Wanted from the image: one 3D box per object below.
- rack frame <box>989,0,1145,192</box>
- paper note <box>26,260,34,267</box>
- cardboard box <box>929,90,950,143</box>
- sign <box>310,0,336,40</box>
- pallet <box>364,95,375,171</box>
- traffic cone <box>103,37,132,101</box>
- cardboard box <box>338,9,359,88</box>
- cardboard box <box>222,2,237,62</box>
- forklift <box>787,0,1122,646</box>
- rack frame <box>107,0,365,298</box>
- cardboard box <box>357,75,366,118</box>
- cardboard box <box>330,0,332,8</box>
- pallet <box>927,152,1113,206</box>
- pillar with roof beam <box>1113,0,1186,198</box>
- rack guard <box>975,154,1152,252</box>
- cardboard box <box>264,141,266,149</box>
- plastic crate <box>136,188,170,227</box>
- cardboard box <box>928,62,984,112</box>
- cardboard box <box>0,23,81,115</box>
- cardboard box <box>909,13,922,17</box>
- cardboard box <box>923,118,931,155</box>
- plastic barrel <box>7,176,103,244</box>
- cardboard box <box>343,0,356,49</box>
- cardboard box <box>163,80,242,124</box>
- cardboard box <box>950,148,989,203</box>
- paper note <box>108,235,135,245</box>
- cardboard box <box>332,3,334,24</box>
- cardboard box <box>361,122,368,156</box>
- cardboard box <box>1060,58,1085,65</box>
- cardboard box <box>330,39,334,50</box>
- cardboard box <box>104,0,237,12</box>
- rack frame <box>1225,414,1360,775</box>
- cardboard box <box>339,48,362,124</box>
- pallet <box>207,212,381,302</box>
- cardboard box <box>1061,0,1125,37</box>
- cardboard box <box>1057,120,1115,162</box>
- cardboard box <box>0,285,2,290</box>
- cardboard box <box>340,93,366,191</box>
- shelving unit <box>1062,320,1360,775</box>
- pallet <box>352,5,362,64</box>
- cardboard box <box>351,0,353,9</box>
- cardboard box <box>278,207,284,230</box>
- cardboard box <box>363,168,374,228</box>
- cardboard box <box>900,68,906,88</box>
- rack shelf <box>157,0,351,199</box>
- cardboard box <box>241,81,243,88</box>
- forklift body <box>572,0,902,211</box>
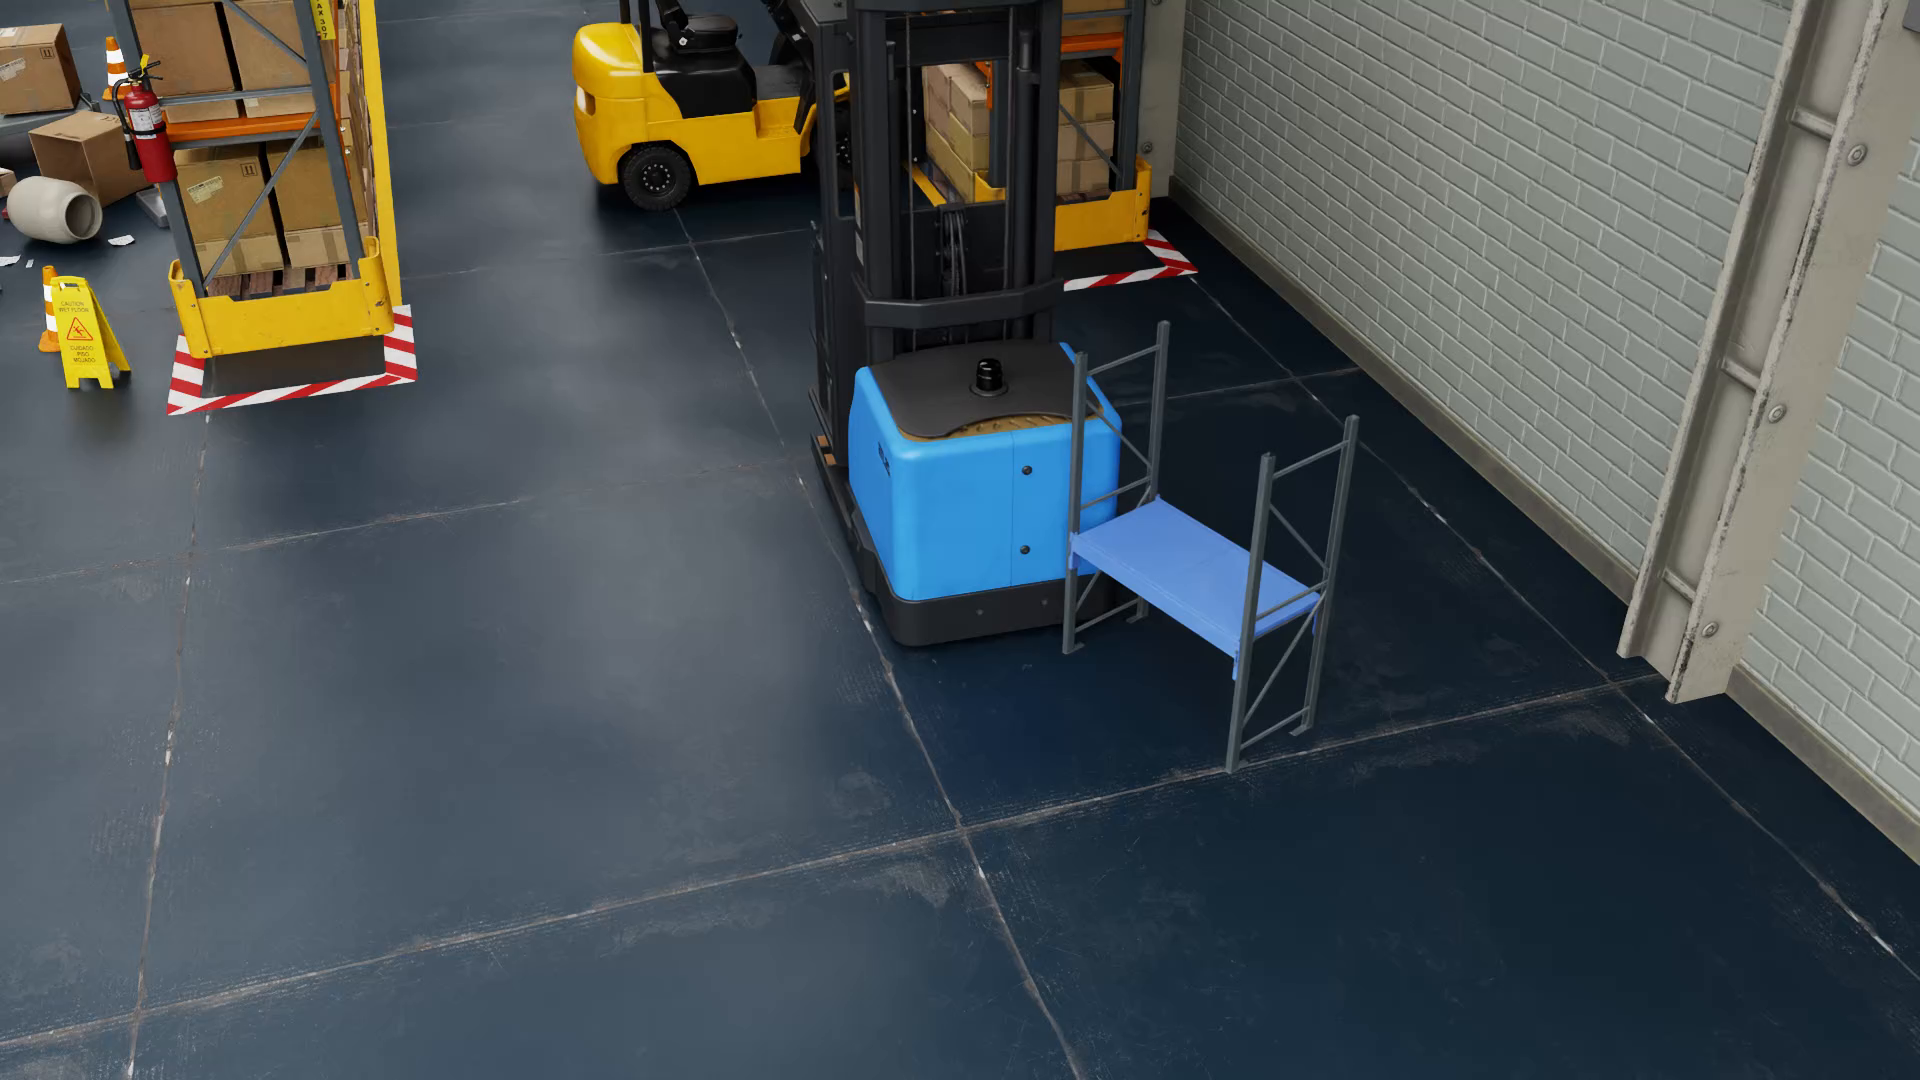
[{"bbox_3d":[0.684,-3.306,10.532,1.000,3.000,0.127,-10,35,-15],"label":"rack frame"},{"bbox_3d":[-6.160,-1.832,11.013,0.032,0.001,0.123,-10,35,-15],"label":"paper note"},{"bbox_3d":[0.096,-3.010,11.745,0.500,0.250,0.500,-10,35,-15],"label":"cardboard box"},{"bbox_3d":[-3.525,-2.922,9.165,0.100,0.325,0.005,-10,35,-15],"label":"sign"},{"bbox_3d":[-5.023,-3.059,12.688,1.003,0.211,1.213,-10,35,-15],"label":"pallet"},{"bbox_3d":[-6.973,-3.926,13.772,0.336,0.463,0.334,-10,35,-15],"label":"traffic cone"},{"bbox_3d":[-4.826,-3.645,12.478,0.500,0.500,0.500,-10,35,-15],"label":"cardboard box"},{"bbox_3d":[-4.618,-3.137,9.916,0.500,0.500,0.500,-10,35,-15],"label":"cardboard box"},{"bbox_3d":[-0.162,-1.557,7.947,1.130,2.935,3.031,-8,34,-12],"label":"forklift"},{"bbox_3d":[-4.042,-2.469,9.266,1.000,3.000,0.127,-10,35,-15],"label":"rack frame"},{"bbox_3d":[-4.825,-3.332,12.685,0.500,0.250,0.500,-8,34,-13],"label":"cardboard box"},{"bbox_3d":[-4.402,-3.735,10.820,0.500,0.500,0.500,-11,35,-16],"label":"cardboard box"},{"bbox_3d":[0.411,-2.537,11.898,1.003,0.211,1.213,-10,35,-15],"label":"pallet"},{"bbox_3d":[-2.769,-5.602,8.565,9.100,9.000,0.400,-10,35,-15],"label":"pillar with roof beam"},{"bbox_3d":[0.692,-2.250,11.202,1.175,0.500,0.348,-10,35,-15],"label":"rack guard"},{"bbox_3d":[-4.697,-2.460,10.685,0.500,0.500,0.500,-9,34,-13],"label":"cardboard box"},{"bbox_3d":[-5.564,-2.389,11.793,0.402,0.080,0.583,-23,40,-31],"label":"plastic crate"},{"bbox_3d":[0.086,-3.207,11.589,0.500,0.250,0.500,-9,35,-14],"label":"cardboard box"},{"bbox_3d":[-6.948,-3.527,12.447,0.500,0.500,0.500,-10,35,-15],"label":"cardboard box"},{"bbox_3d":[-0.225,-3.738,12.392,0.500,0.250,0.500,-11,35,-16],"label":"cardboard box"},{"bbox_3d":[-0.046,-3.054,12.264,0.500,0.250,0.500,-10,35,-14],"label":"cardboard box"},{"bbox_3d":[-6.113,-2.224,11.232,0.512,0.421,0.421,13,36,18],"label":"plastic barrel"},{"bbox_3d":[-5.647,-4.300,14.039,0.950,0.372,0.625,-8,34,-12],"label":"cardboard box"},{"bbox_3d":[-4.359,-2.525,9.578,0.380,0.149,0.250,-9,34,-13],"label":"cardboard box"},{"bbox_3d":[0.240,-2.527,11.467,0.500,0.250,0.500,-10,35,-14],"label":"cardboard box"},{"bbox_3d":[-5.705,-2.043,11.314,0.142,0.019,0.148,-23,40,-31],"label":"paper note"},{"bbox_3d":[-4.398,-3.546,11.123,0.380,0.149,0.250,-10,35,-14],"label":"cardboard box"},{"bbox_3d":[-4.503,-2.786,11.859,0.500,0.250,0.500,-9,35,-14],"label":"cardboard box"},{"bbox_3d":[0.562,-3.297,11.725,0.500,0.250,0.500,-10,35,-15],"label":"cardboard box"},{"bbox_3d":[-4.083,-3.202,10.014,0.500,0.500,0.500,-9,35,-13],"label":"cardboard box"},{"bbox_3d":[-4.405,-3.284,9.231,0.700,0.500,0.500,-11,35,-16],"label":"cardboard box"},{"bbox_3d":[1.292,0.244,6.520,0.500,1.500,0.032,-23,40,-31],"label":"rack frame"},{"bbox_3d":[-4.512,-3.110,11.669,0.500,0.500,0.500,-8,34,-12],"label":"cardboard box"},{"bbox_3d":[-4.279,-1.778,10.749,1.003,0.211,1.213,-10,35,-15],"label":"pallet"},{"bbox_3d":[0.798,-3.654,10.969,0.500,0.500,0.500,-9,34,-13],"label":"cardboard box"},{"bbox_3d":[0.739,-2.824,11.463,0.500,0.250,0.500,-9,35,-14],"label":"cardboard box"},{"bbox_3d":[-6.365,-1.628,10.578,0.380,0.149,0.250,7,34,10],"label":"cardboard box"},{"bbox_3d":[-4.196,-2.566,10.846,0.500,0.500,0.500,-11,35,-17],"label":"cardboard box"},{"bbox_3d":[0.979,0.023,6.854,0.538,1.500,1.048,-23,40,-31],"label":"shelving unit"},{"bbox_3d":[-5.876,-4.456,14.802,1.003,0.211,1.213,-10,35,-15],"label":"pallet"},{"bbox_3d":[-6.086,-5.064,15.195,0.950,0.372,0.625,-11,35,-16],"label":"cardboard box"},{"bbox_3d":[-4.695,-2.150,10.895,0.500,0.250,0.500,-10,35,-15],"label":"cardboard box"},{"bbox_3d":[-4.173,-2.236,11.027,0.500,0.250,0.500,-9,34,-13],"label":"cardboard box"},{"bbox_3d":[-0.231,-3.541,12.548,0.500,0.250,0.500,-10,35,-15],"label":"cardboard box"},{"bbox_3d":[-4.652,-3.219,11.053,1.077,0.370,4.000,-10,35,-15],"label":"rack shelf"},{"bbox_3d":[-4.039,-2.708,9.855,0.380,0.149,0.250,-10,35,-14],"label":"cardboard box"},{"bbox_3d":[-1.631,-3.640,11.808,2.313,2.155,1.214,-10,35,-15],"label":"forklift body"}]
